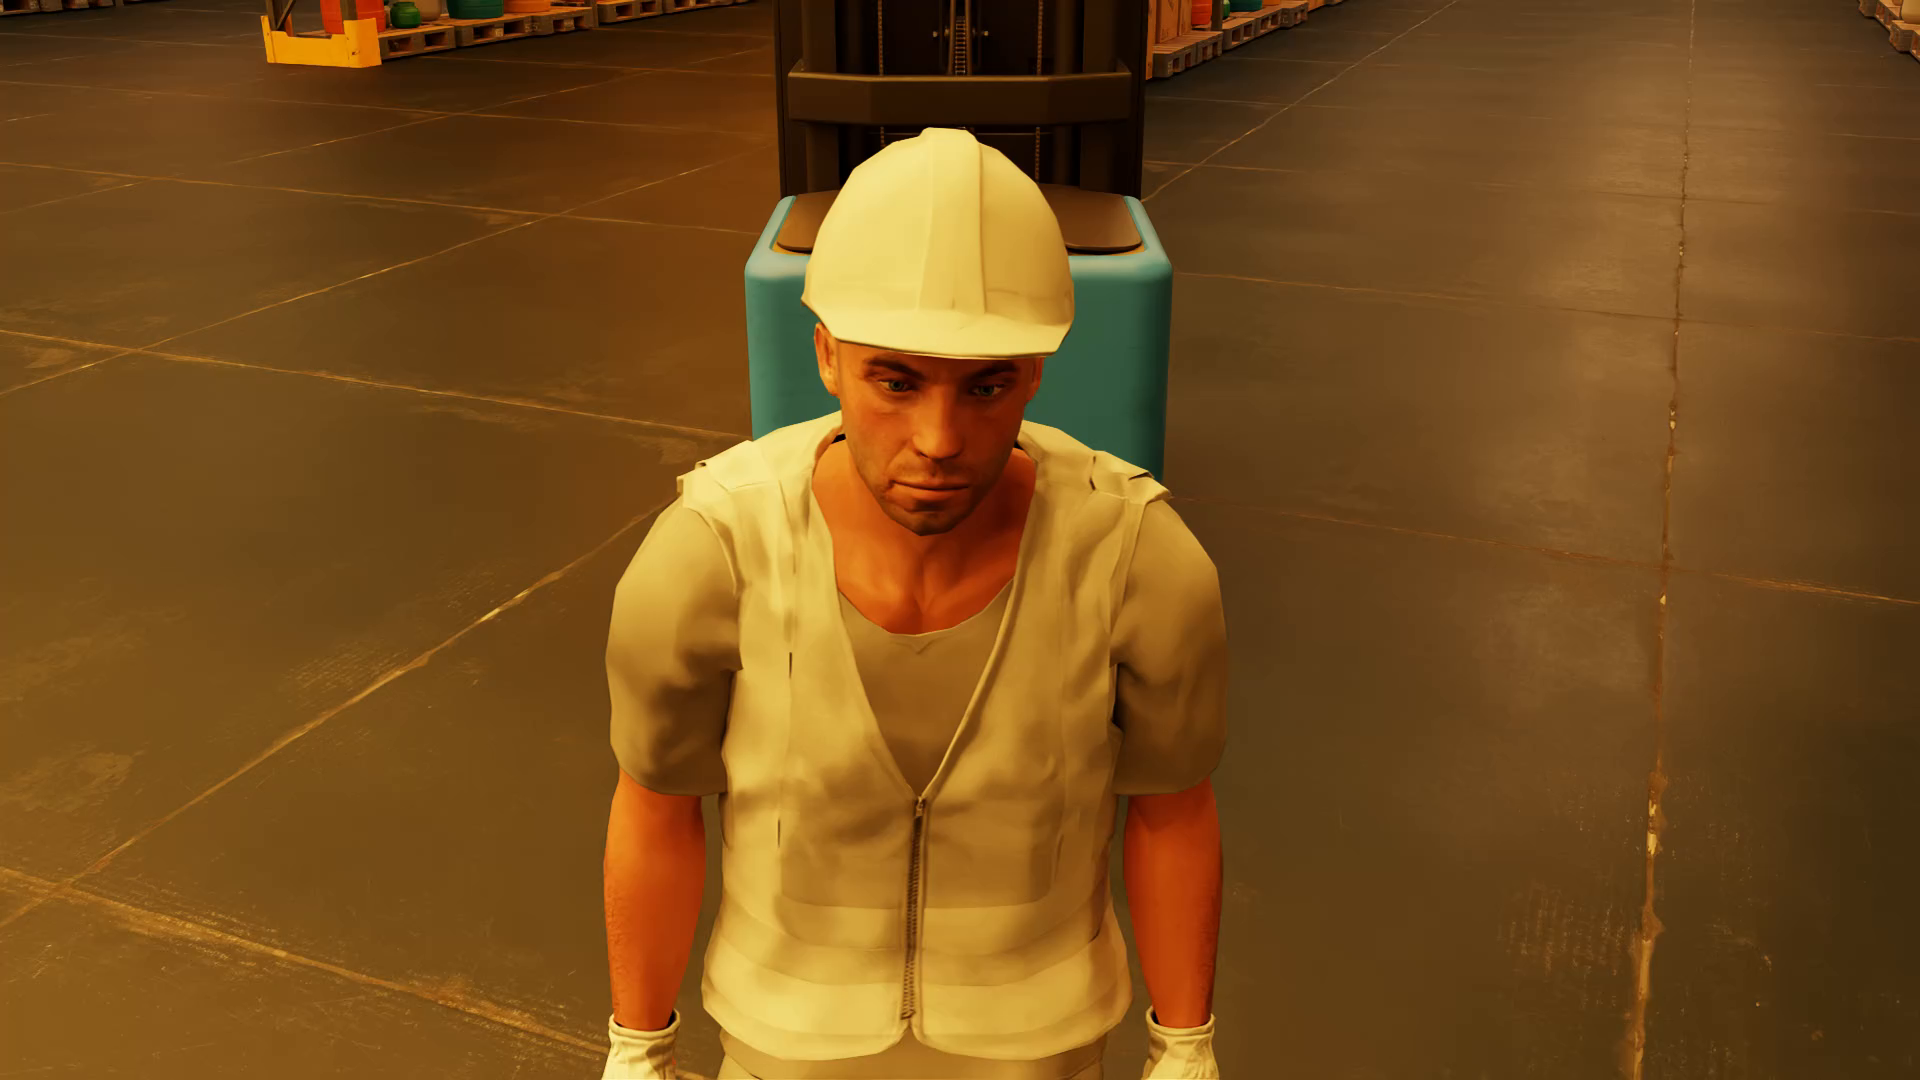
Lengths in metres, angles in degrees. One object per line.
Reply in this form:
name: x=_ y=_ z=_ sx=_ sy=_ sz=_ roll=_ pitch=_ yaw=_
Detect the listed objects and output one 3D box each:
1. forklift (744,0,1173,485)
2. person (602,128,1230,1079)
forklift: x=0.002 y=-1.587 z=5.089 sx=1.130 sy=2.935 sz=3.031 roll=0 pitch=23 yaw=0
person: x=-0.045 y=0.504 z=1.588 sx=0.611 sy=1.778 sz=0.451 roll=0 pitch=23 yaw=-1
